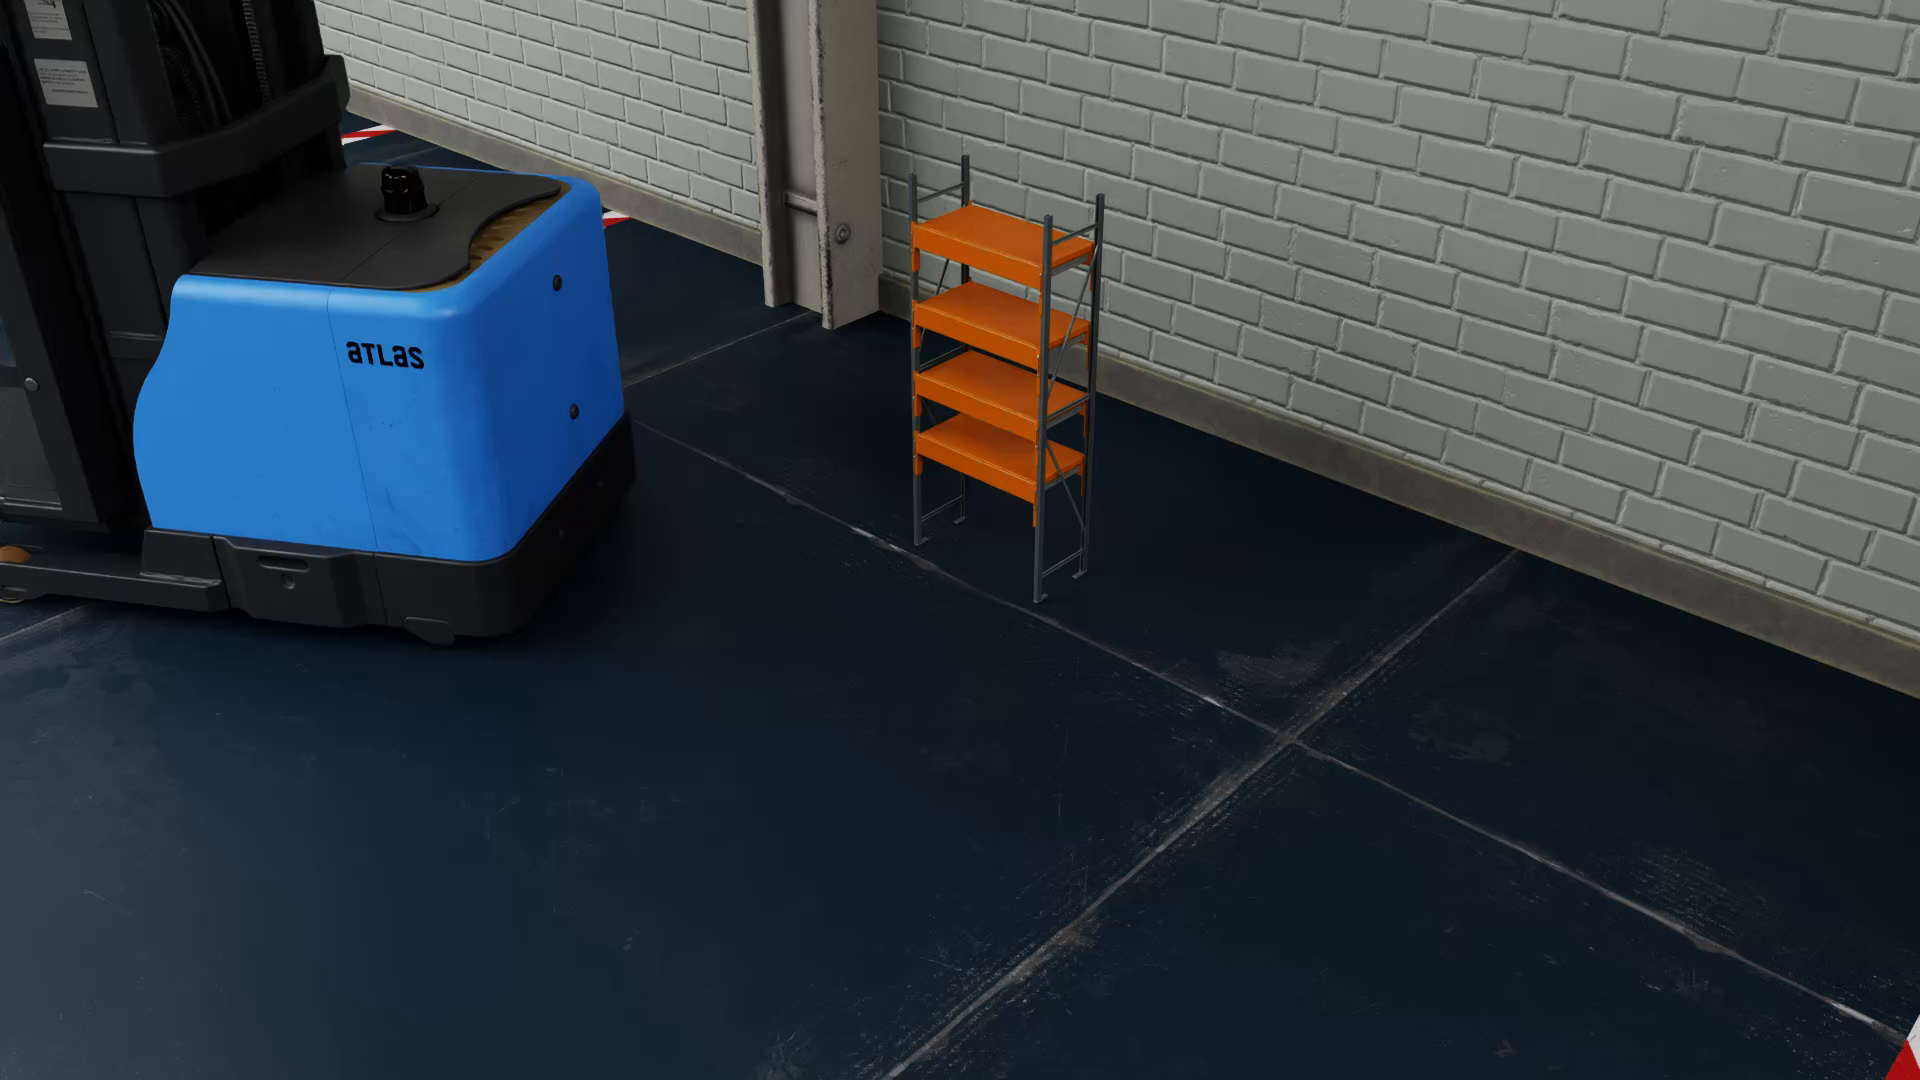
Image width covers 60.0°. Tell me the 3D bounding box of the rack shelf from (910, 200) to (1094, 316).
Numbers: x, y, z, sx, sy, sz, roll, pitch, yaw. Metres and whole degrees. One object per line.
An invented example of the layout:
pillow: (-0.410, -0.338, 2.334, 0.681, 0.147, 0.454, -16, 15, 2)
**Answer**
rack shelf: (0.123, -0.793, 4.643, 0.480, 0.148, 0.258, 25, 39, 35)

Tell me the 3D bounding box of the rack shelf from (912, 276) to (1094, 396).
rack shelf: (0.123, -0.591, 4.765, 0.480, 0.148, 0.258, 25, 39, 35)

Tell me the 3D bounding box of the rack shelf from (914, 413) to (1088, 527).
rack shelf: (0.123, -0.229, 4.982, 0.480, 0.148, 0.258, 25, 39, 35)

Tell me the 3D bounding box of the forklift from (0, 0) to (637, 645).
forklift: (-2.629, -1.328, 4.614, 3.031, 2.935, 1.130, 6, 32, 10)

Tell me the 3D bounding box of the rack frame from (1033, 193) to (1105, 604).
rack frame: (0.304, -0.372, 4.705, 0.015, 1.200, 0.240, 25, 39, 35)

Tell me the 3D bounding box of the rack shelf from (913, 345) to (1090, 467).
rack shelf: (0.123, -0.399, 4.880, 0.480, 0.148, 0.258, 25, 39, 35)

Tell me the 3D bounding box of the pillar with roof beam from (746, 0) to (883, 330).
pillar with roof beam: (-3.447, -3.175, 1.800, 0.400, 9.000, 9.100, 25, 39, 35)

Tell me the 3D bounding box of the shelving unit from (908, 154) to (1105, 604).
shelving unit: (0.123, -0.457, 4.845, 0.503, 1.200, 0.258, 25, 39, 35)

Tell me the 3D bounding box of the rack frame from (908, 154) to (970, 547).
rack frame: (-0.058, -0.541, 4.986, 0.015, 1.200, 0.240, 25, 39, 35)
